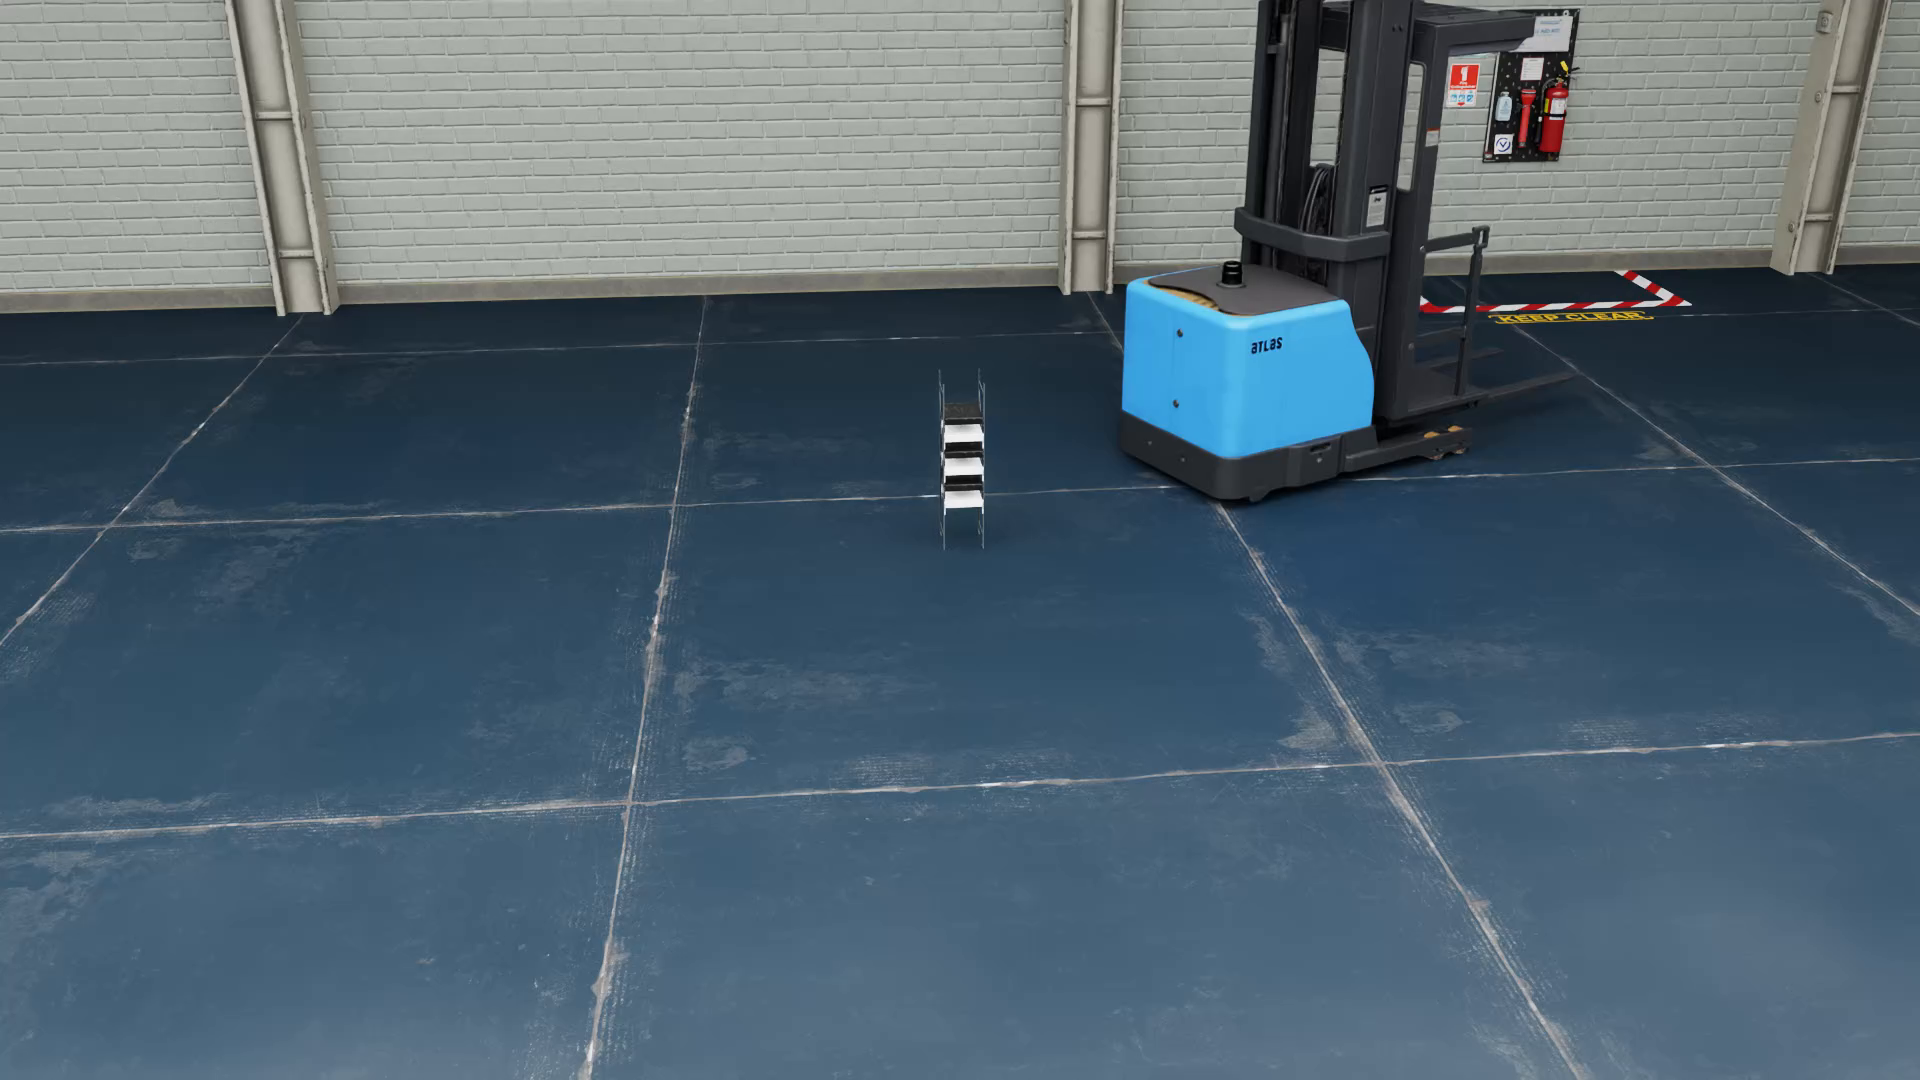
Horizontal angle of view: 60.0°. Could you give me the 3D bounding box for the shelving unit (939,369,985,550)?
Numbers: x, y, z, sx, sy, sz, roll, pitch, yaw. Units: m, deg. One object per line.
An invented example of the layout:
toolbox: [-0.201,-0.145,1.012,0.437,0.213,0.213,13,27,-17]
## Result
shelving unit: [0.008,-0.412,8.568,0.210,0.900,0.258,-2,24,-5]

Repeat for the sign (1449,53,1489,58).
sign: [3.950,-3.803,12.917,0.331,0.109,0.001,-2,24,-5]

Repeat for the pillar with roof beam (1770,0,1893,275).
pillar with roof beam: [7.391,-4.613,8.049,0.400,9.000,9.100,-2,24,-5]

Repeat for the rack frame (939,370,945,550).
rack frame: [-0.093,-0.407,8.559,0.006,0.900,0.240,-2,24,-5]

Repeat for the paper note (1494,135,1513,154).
paper note: [4.322,-3.147,13.221,0.142,0.148,0.016,-2,24,-5]

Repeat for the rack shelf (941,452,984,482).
rack shelf: [0.008,-0.381,8.581,0.200,0.077,0.258,-2,24,-5]

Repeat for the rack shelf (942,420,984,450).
rack shelf: [0.008,-0.546,8.508,0.200,0.077,0.258,-2,24,-5]

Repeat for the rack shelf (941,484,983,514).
rack shelf: [0.008,-0.217,8.655,0.200,0.077,0.258,-2,24,-5]

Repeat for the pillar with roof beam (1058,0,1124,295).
pillar with roof beam: [1.420,-4.374,7.510,0.400,9.000,9.100,-2,24,-5]

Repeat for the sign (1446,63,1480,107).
sign: [3.945,-3.564,13.032,0.234,0.329,0.001,-2,24,-5]

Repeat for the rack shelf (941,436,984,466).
rack shelf: [0.008,-0.463,8.545,0.200,0.077,0.258,-2,24,-5]

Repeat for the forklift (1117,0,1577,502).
forklift: [2.454,-1.977,9.590,3.031,2.935,1.130,-14,28,-28]

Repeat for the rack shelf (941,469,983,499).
rack shelf: [0.008,-0.299,8.618,0.200,0.077,0.258,-2,24,-5]

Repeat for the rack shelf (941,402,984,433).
rack shelf: [0.008,-0.628,8.472,0.200,0.077,0.258,-2,24,-5]

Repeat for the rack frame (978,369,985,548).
rack frame: [0.109,-0.416,8.577,0.006,0.900,0.240,-2,24,-5]

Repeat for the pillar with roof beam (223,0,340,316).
pillar with roof beam: [-4.551,-4.134,6.972,0.400,9.000,9.100,-2,24,-5]

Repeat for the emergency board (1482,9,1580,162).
emergency board: [4.505,-3.528,12.995,0.643,1.169,0.194,-2,24,-5]
